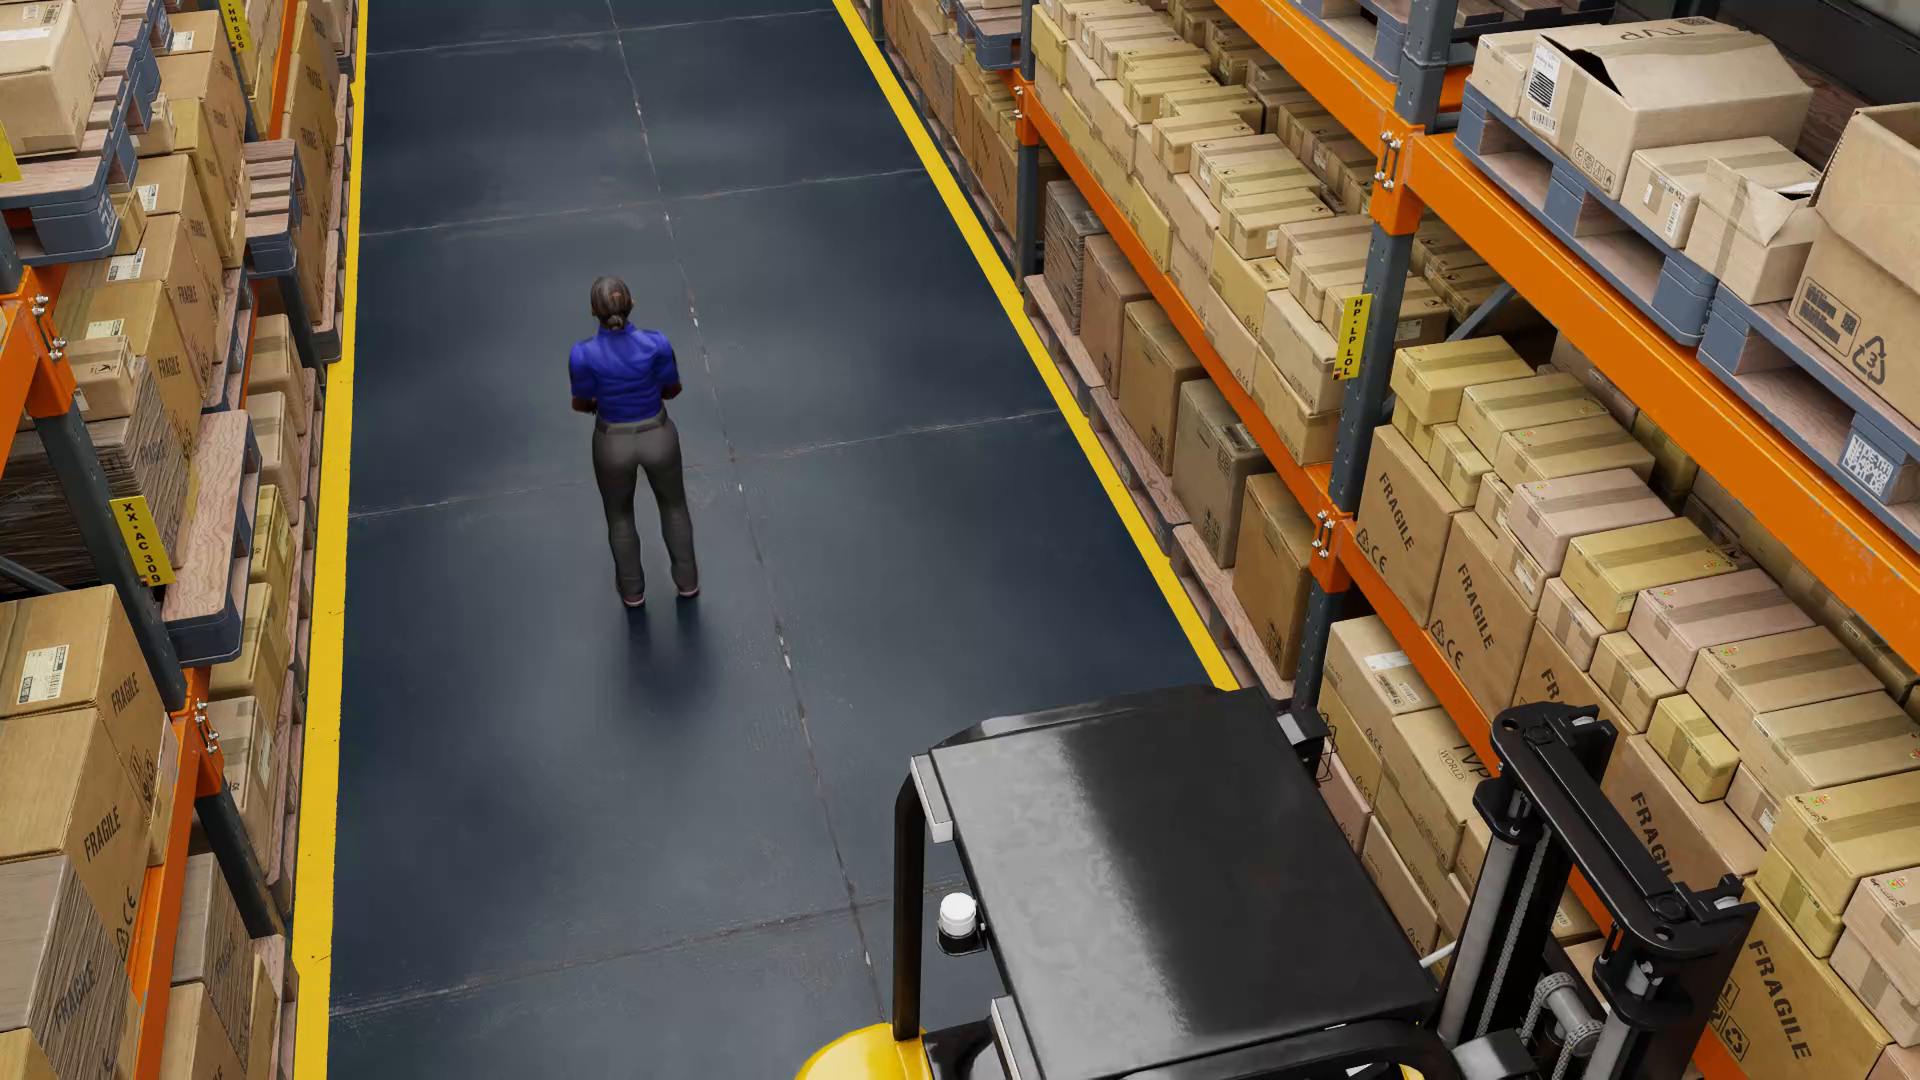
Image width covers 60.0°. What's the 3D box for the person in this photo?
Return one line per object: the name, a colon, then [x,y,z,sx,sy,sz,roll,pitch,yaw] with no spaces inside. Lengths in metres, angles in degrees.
person: [-1.439,-0.465,7.299,0.472,1.660,0.466,-10,39,-12]
